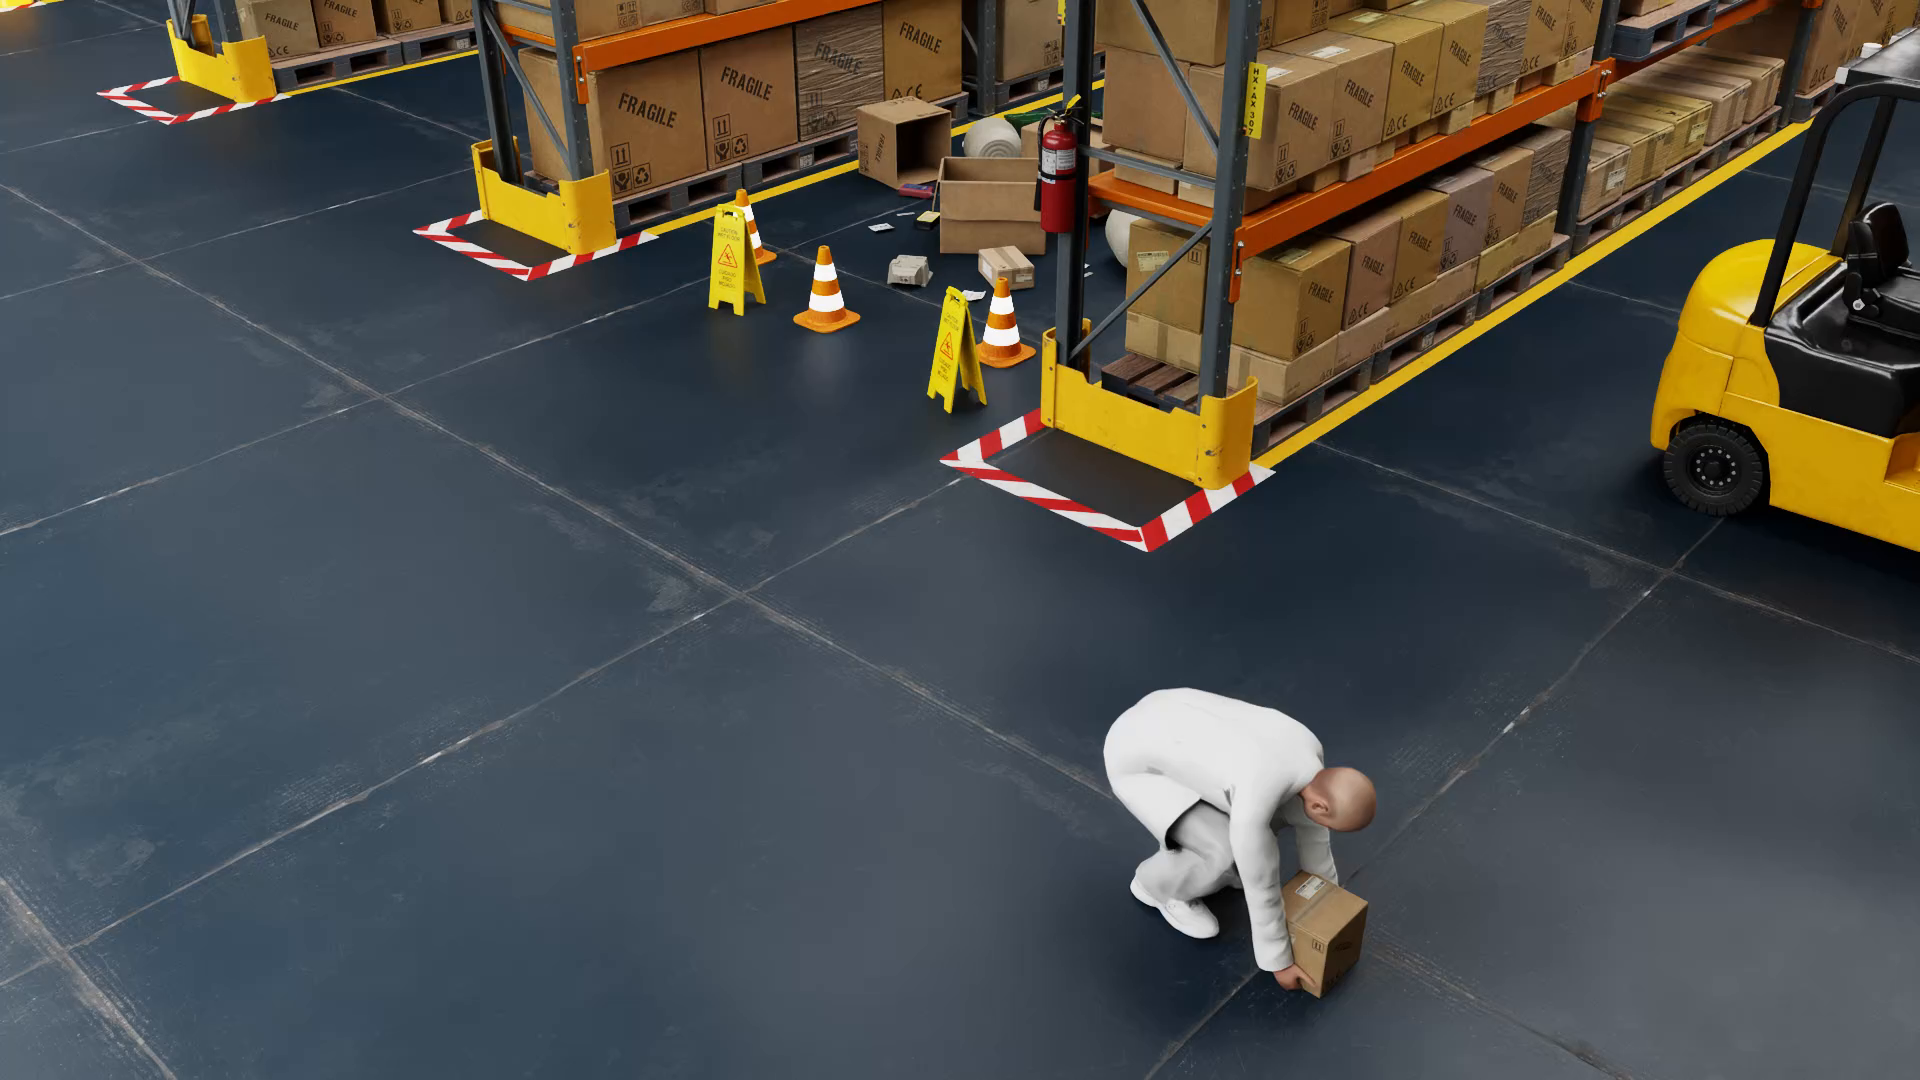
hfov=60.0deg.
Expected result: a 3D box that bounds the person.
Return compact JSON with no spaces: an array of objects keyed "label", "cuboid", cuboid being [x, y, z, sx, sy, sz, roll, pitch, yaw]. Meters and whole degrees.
[{"label":"person","cuboid":[0.904,0.941,5.543,0.947,0.824,0.577,24,38,34]}]
